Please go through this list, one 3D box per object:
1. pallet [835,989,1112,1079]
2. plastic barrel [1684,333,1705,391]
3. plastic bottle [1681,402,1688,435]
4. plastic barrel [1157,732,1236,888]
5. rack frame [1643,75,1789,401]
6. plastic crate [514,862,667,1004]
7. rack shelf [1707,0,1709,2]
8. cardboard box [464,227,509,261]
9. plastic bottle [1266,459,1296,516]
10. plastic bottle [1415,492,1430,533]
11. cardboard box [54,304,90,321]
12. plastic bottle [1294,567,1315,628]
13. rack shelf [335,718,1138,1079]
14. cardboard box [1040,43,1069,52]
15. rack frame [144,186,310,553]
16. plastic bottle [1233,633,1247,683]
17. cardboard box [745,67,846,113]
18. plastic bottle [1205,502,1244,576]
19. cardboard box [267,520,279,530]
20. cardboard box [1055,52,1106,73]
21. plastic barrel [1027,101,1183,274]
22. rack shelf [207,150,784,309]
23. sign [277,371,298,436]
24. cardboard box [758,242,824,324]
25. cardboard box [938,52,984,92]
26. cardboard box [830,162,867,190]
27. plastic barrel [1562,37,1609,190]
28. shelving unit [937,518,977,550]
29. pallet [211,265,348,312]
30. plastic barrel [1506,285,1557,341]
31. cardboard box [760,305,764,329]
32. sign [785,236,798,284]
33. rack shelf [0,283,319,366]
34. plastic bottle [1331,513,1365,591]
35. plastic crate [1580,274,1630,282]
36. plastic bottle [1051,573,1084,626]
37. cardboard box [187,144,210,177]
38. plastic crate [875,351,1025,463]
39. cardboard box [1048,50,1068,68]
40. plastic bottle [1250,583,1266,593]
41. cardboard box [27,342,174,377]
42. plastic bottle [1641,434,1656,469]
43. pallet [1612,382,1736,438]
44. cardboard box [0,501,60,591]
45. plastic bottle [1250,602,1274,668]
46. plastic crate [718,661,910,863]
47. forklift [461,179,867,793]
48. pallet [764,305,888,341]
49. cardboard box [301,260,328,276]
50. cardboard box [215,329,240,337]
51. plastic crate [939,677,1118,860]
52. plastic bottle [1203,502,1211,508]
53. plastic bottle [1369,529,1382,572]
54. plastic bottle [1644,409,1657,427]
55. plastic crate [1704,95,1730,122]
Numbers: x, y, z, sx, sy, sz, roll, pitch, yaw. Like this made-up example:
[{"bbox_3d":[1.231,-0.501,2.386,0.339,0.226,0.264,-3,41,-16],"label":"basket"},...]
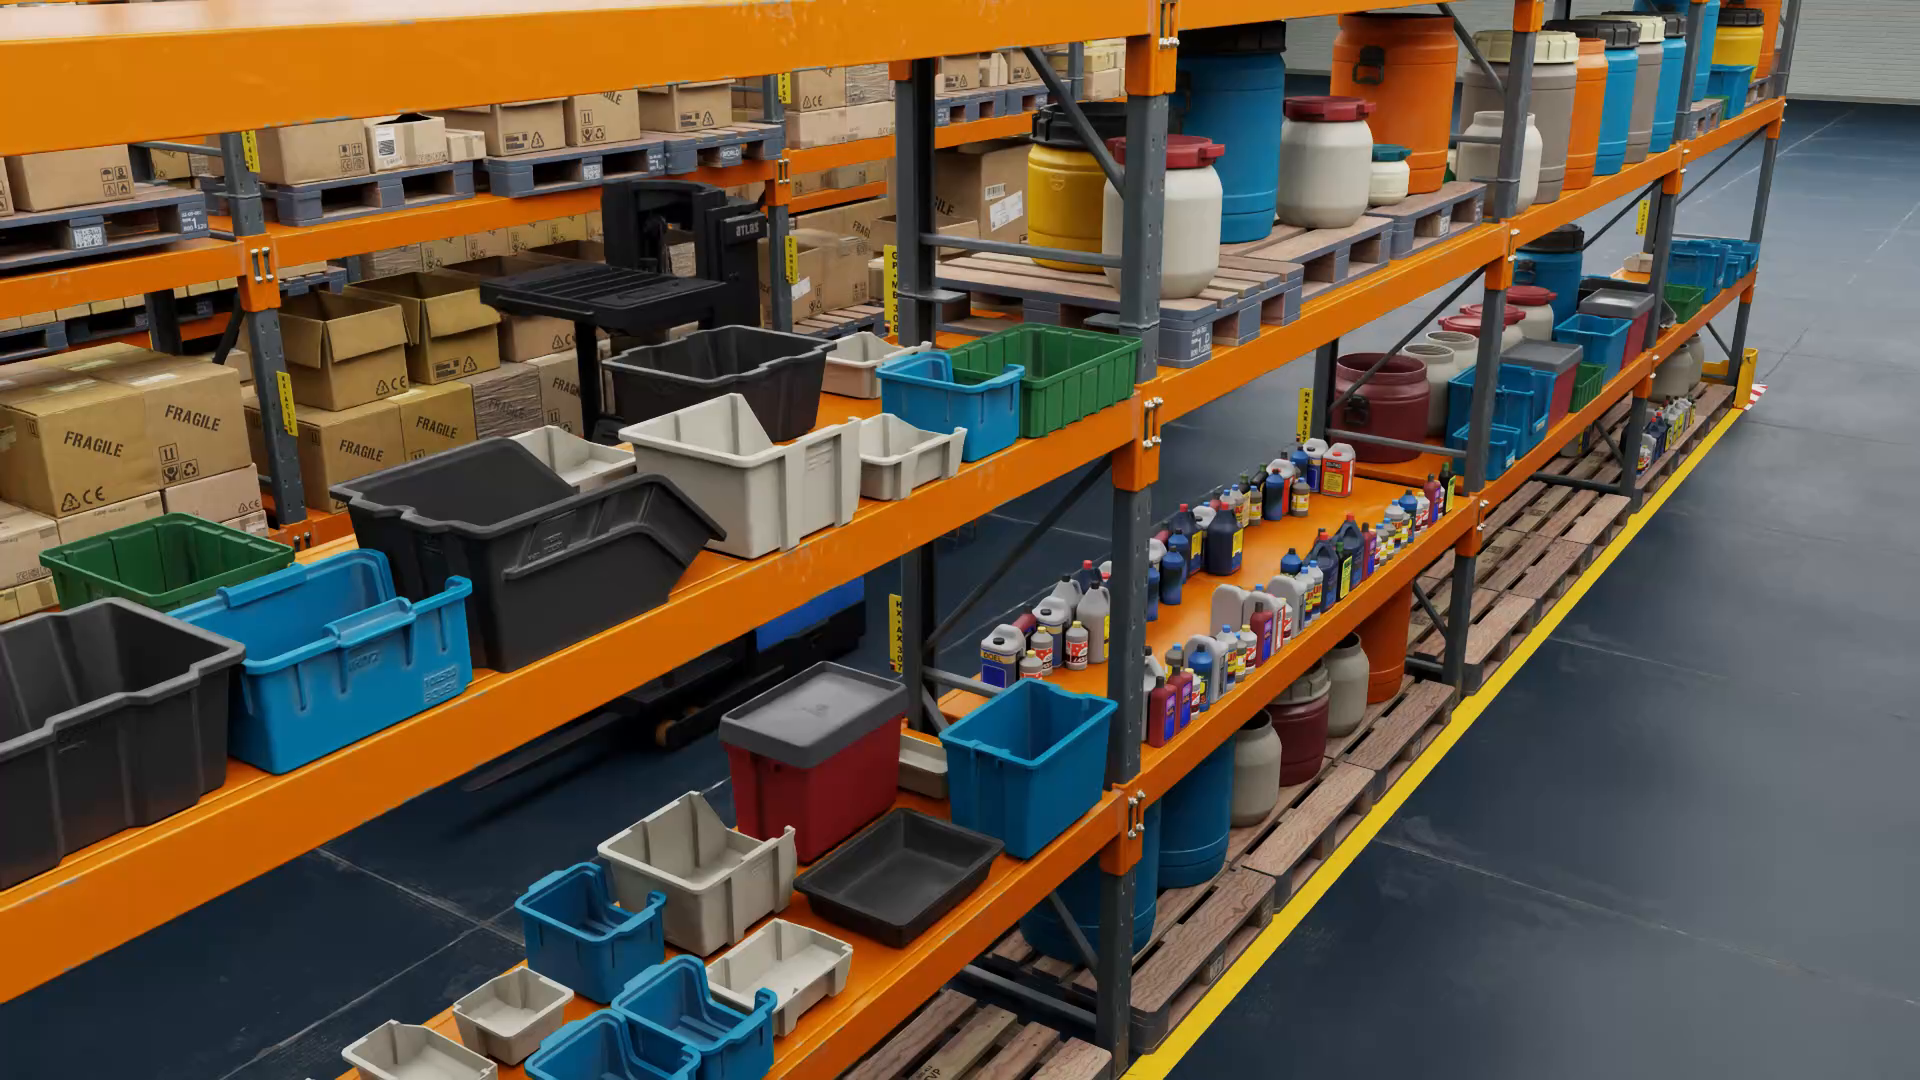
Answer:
[{"bbox_3d":[-0.162,2.137,6.184,1.003,0.211,1.213,13,24,32],"label":"pallet"},{"bbox_3d":[6.658,-1.659,15.407,0.421,0.512,0.421,0,20,0],"label":"plastic barrel"},{"bbox_3d":[6.053,-1.042,14.051,0.152,0.276,0.135,13,24,30],"label":"plastic bottle"},{"bbox_3d":[0.937,1.042,7.544,0.600,0.901,0.708,13,24,32],"label":"plastic barrel"},{"bbox_3d":[6.965,-2.833,15.599,1.000,3.000,0.127,13,24,32],"label":"rack frame"},{"bbox_3d":[-1.087,1.169,4.935,0.416,0.233,0.300,13,24,32],"label":"plastic crate"},{"bbox_3d":[5.841,-4.547,13.201,1.077,0.370,4.000,13,24,32],"label":"rack shelf"},{"bbox_3d":[-4.631,-2.914,15.674,0.500,0.500,0.500,13,24,32],"label":"cardboard box"},{"bbox_3d":[1.697,-0.285,8.891,0.152,0.276,0.135,13,24,32],"label":"plastic bottle"},{"bbox_3d":[2.384,-0.149,8.631,0.097,0.201,0.097,0,20,0],"label":"plastic bottle"},{"bbox_3d":[-6.741,-1.751,12.431,0.380,0.149,0.250,12,23,29],"label":"cardboard box"},{"bbox_3d":[1.533,0.252,7.445,0.097,0.271,0.097,0,20,0],"label":"plastic bottle"},{"bbox_3d":[-0.905,1.522,4.864,1.077,0.370,4.000,13,24,32],"label":"rack shelf"},{"bbox_3d":[0.662,-4.657,14.915,0.500,0.500,0.500,12,24,30],"label":"cardboard box"},{"bbox_3d":[-3.877,-0.356,8.902,1.000,3.000,0.127,13,24,32],"label":"rack frame"},{"bbox_3d":[1.143,0.484,6.919,0.097,0.201,0.097,0,20,0],"label":"plastic bottle"},{"bbox_3d":[-1.151,-3.276,11.610,0.500,0.500,0.500,14,24,32],"label":"cardboard box"},{"bbox_3d":[1.286,-0.019,8.064,0.144,0.351,0.185,13,24,32],"label":"plastic bottle"},{"bbox_3d":[-3.534,0.256,9.705,1.225,0.875,0.875,13,24,32],"label":"cardboard box"},{"bbox_3d":[1.058,-4.208,14.634,0.380,0.149,0.250,12,24,30],"label":"cardboard box"},{"bbox_3d":[0.565,-1.383,6.480,0.600,0.588,0.600,0,20,0],"label":"plastic barrel"},{"bbox_3d":[-2.753,-1.999,10.058,1.077,0.370,4.000,13,24,32],"label":"rack shelf"},{"bbox_3d":[-3.417,-0.691,8.447,0.100,0.325,0.005,13,24,32],"label":"sign"},{"bbox_3d":[-1.358,-1.910,12.355,0.500,0.500,0.500,10,23,25],"label":"cardboard box"},{"bbox_3d":[-0.255,-3.917,13.453,0.797,0.503,0.637,14,25,34],"label":"cardboard box"},{"bbox_3d":[-1.639,-4.588,20.128,0.875,0.550,0.550,13,24,32],"label":"cardboard box"},{"bbox_3d":[3.477,-2.527,9.829,0.600,0.830,0.708,13,24,32],"label":"plastic barrel"},{"bbox_3d":[-0.030,-0.477,12.041,0.215,1.050,0.252,13,24,32],"label":"shelving unit"},{"bbox_3d":[-5.986,-2.184,14.123,1.213,0.211,1.003,13,24,32],"label":"pallet"},{"bbox_3d":[3.997,-1.517,11.846,0.433,0.535,0.433,0,20,0],"label":"plastic barrel"},{"bbox_3d":[-1.701,-1.360,11.474,0.500,0.500,0.500,14,25,33],"label":"cardboard box"},{"bbox_3d":[-1.168,-1.939,11.514,0.100,0.325,0.005,13,24,32],"label":"sign"},{"bbox_3d":[-6.798,-1.588,13.272,1.077,0.370,4.000,13,24,32],"label":"rack shelf"},{"bbox_3d":[1.827,0.051,7.876,0.144,0.351,0.185,13,24,32],"label":"plastic bottle"},{"bbox_3d":[5.114,-1.986,13.524,0.499,0.251,0.616,13,24,32],"label":"plastic crate"},{"bbox_3d":[0.465,0.306,7.185,0.144,0.351,0.185,13,24,32],"label":"plastic bottle"},{"bbox_3d":[-8.512,-4.350,18.522,0.500,0.500,0.500,12,24,30],"label":"cardboard box"},{"bbox_3d":[-0.028,-0.394,4.925,0.416,0.233,0.300,13,24,32],"label":"plastic crate"},{"bbox_3d":[0.790,-4.383,15.108,0.380,0.149,0.250,14,24,32],"label":"cardboard box"},{"bbox_3d":[1.332,0.294,7.433,0.097,0.201,0.097,0,20,0],"label":"plastic bottle"},{"bbox_3d":[-4.358,-0.689,8.510,0.500,0.500,0.500,13,24,32],"label":"cardboard box"},{"bbox_3d":[5.417,-0.718,13.174,0.152,0.276,0.135,14,25,34],"label":"plastic bottle"},{"bbox_3d":[6.500,-1.262,15.372,1.003,0.211,1.213,13,24,32],"label":"pallet"},{"bbox_3d":[-4.484,0.049,7.597,0.500,0.250,0.500,14,24,33],"label":"cardboard box"},{"bbox_3d":[1.278,0.388,7.060,0.061,0.283,0.133,13,24,32],"label":"plastic bottle"},{"bbox_3d":[-0.490,0.760,5.709,0.402,0.464,0.583,13,24,32],"label":"plastic crate"},{"bbox_3d":[-1.843,-0.412,9.154,1.130,2.935,3.031,14,24,32],"label":"forklift"},{"bbox_3d":[-1.316,-1.638,12.647,1.213,0.211,1.003,13,24,32],"label":"pallet"},{"bbox_3d":[-5.571,-2.347,14.044,0.380,0.149,0.250,14,24,33],"label":"cardboard box"},{"bbox_3d":[-6.262,-1.725,14.522,0.500,0.250,0.500,12,23,29],"label":"cardboard box"},{"bbox_3d":[0.239,0.790,5.741,0.392,0.384,0.575,13,24,32],"label":"plastic crate"},{"bbox_3d":[1.220,-0.057,8.279,0.097,0.271,0.097,0,20,0],"label":"plastic bottle"},{"bbox_3d":[2.001,0.046,8.102,0.097,0.201,0.097,0,20,0],"label":"plastic bottle"},{"bbox_3d":[5.722,-0.962,13.835,0.152,0.276,0.135,13,24,32],"label":"plastic bottle"},{"bbox_3d":[5.829,-3.392,13.093,0.336,0.188,0.450,13,24,32],"label":"plastic crate"}]
